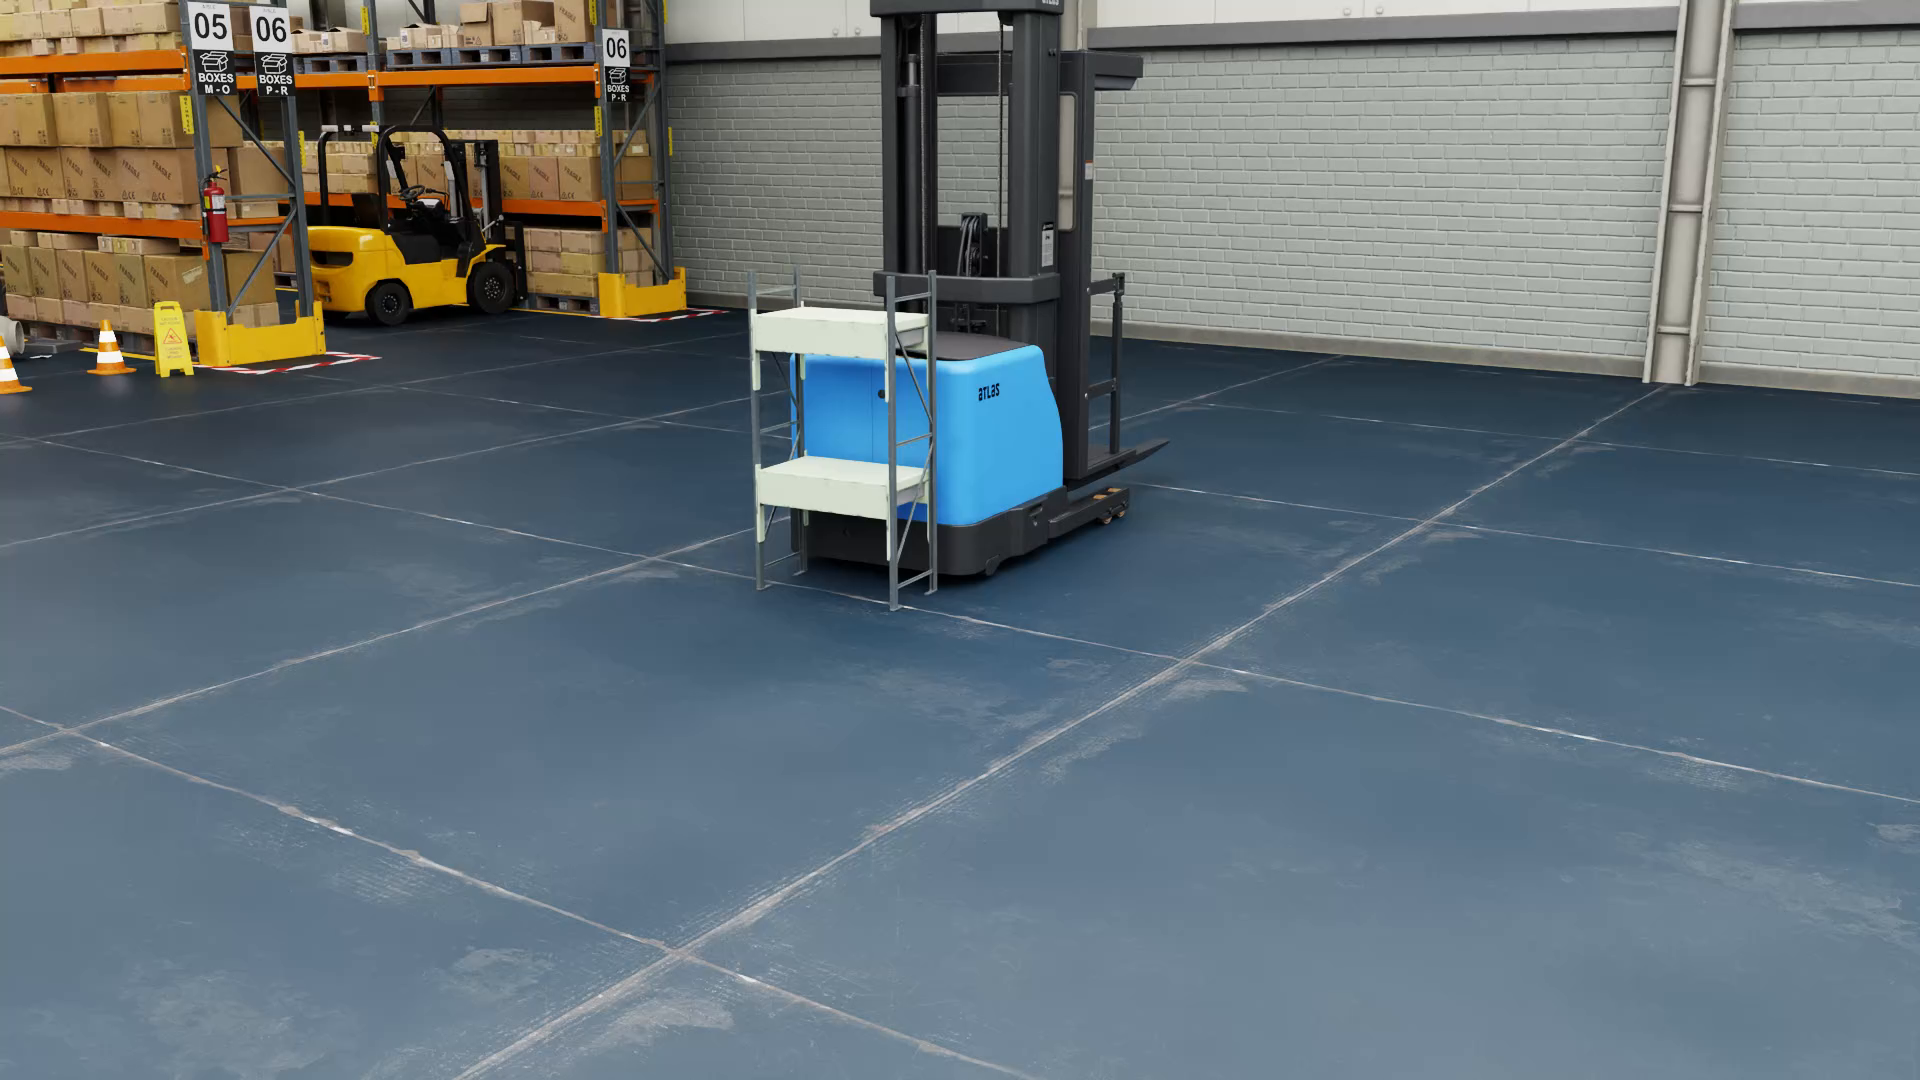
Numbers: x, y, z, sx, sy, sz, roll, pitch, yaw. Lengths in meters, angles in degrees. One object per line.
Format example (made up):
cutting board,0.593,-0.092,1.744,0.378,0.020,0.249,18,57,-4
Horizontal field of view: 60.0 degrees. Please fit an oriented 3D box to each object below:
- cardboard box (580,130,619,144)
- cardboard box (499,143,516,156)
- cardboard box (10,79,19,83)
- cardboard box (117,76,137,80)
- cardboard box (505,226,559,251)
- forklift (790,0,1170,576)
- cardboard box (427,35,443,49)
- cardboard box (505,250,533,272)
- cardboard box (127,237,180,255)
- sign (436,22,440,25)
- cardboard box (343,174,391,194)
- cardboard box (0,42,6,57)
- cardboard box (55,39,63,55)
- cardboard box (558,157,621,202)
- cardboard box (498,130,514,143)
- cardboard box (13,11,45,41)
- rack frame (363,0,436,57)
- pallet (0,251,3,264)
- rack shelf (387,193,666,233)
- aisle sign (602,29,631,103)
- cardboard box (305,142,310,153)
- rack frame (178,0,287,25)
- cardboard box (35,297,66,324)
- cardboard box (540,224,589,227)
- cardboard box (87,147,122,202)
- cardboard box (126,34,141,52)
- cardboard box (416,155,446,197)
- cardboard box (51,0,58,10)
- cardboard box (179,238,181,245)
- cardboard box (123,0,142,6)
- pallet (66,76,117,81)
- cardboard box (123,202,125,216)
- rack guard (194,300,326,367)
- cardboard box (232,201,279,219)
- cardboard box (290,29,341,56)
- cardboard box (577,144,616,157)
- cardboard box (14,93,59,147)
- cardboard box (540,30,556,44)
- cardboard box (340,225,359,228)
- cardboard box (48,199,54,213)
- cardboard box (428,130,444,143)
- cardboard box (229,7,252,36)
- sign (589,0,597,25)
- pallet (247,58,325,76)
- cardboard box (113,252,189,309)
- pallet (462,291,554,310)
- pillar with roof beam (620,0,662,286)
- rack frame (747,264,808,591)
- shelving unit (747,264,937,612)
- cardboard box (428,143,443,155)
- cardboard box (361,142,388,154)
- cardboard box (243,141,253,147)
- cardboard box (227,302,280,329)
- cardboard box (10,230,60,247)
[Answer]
cardboard box,-4.178,-4.668,19.261,0.250,0.149,0.380,9,17,33
cardboard box,-5.285,-4.675,19.910,0.250,0.149,0.380,9,17,33
cardboard box,-14.385,-7.120,25.625,0.250,0.149,0.380,9,17,33
cardboard box,-11.795,-6.765,23.979,0.500,0.250,0.500,9,17,33
cardboard box,-5.170,-3.641,20.058,0.500,0.250,0.500,9,17,34
forklift,0.301,-1.556,9.009,1.130,2.935,3.031,7,16,28
cardboard box,-6.241,-6.053,20.233,0.250,0.149,0.380,10,17,34
cardboard box,-5.191,-3.403,20.137,0.500,0.250,0.500,9,16,32
cardboard box,-7.682,-2.803,15.843,0.250,0.149,0.380,10,17,34
sign,-6.773,-6.547,21.545,0.005,0.325,0.100,9,17,33
cardboard box,-7.646,-4.633,21.610,0.500,0.250,0.500,10,17,34
cardboard box,-9.543,-4.897,16.644,0.250,0.149,0.380,9,17,33
cardboard box,-8.446,-4.737,15.995,0.250,0.149,0.380,9,17,33
cardboard box,-4.318,-4.216,19.406,0.500,0.500,0.500,9,16,32
cardboard box,-5.293,-4.819,19.872,0.250,0.149,0.380,10,17,34
cardboard box,-8.795,-4.977,16.139,0.500,0.250,0.500,9,17,33
rack frame,-7.082,-7.603,20.809,0.127,3.000,1.000,9,17,33
pallet,-15.306,-4.666,27.232,1.213,0.211,1.003,9,17,33
rack shelf,-5.422,-4.073,20.533,4.000,0.370,1.077,9,17,33
aisle sign,-3.872,-5.349,18.778,0.004,0.787,0.394,9,17,33
cardboard box,-8.566,-5.221,22.114,0.250,0.149,0.380,9,17,33
rack frame,-6.530,-6.076,14.642,0.127,3.000,1.000,9,17,33
cardboard box,-9.061,-2.367,16.992,0.500,0.250,0.500,10,17,36
cardboard box,-4.882,-3.746,20.483,0.500,0.250,0.500,9,17,32
cardboard box,-7.960,-3.511,15.936,0.500,0.500,0.500,9,17,33
cardboard box,-7.408,-4.560,15.280,0.250,0.149,0.380,10,17,34
cardboard box,-6.418,-4.561,20.798,0.500,0.500,0.500,10,17,34
cardboard box,-8.434,-5.122,15.894,0.250,0.149,0.380,10,17,34
cardboard box,-11.281,-4.301,24.282,0.500,0.500,0.500,9,16,32
cardboard box,-7.390,-4.945,15.176,0.250,0.149,0.380,9,16,32
pallet,-12.356,-6.888,24.556,1.003,0.211,1.213,9,17,33
cardboard box,-7.797,-3.191,15.994,0.250,0.149,0.380,9,17,34
rack guard,-6.593,-1.961,15.704,0.348,0.500,1.175,9,17,33
cardboard box,-6.696,-3.129,15.743,0.250,0.149,0.380,9,17,33
cardboard box,-8.455,-6.507,21.729,0.500,0.311,0.500,9,16,31
cardboard box,-4.207,-4.508,19.235,0.250,0.149,0.380,9,17,34
cardboard box,-8.792,-4.131,16.360,0.500,0.500,0.700,9,16,32
cardboard box,-4.620,-5.791,19.174,0.250,0.149,0.380,9,16,31
cardboard box,-8.161,-3.915,22.465,0.625,0.625,0.875,9,17,32
cardboard box,-8.866,-3.350,16.635,0.250,0.149,0.380,9,17,33
cardboard box,-6.343,-4.992,20.570,0.250,0.149,0.380,10,17,34
cardboard box,-6.798,-4.812,15.471,0.500,0.250,0.500,9,16,32
sign,-4.077,-5.895,18.476,0.005,0.325,0.100,9,17,33
pallet,-8.858,-6.369,22.460,1.213,0.211,1.003,10,17,35
cardboard box,-7.775,-2.522,16.056,0.500,0.500,0.500,10,17,35
pallet,-5.429,-3.059,20.740,1.213,0.211,1.003,9,17,33
pillar with roof beam,-6.240,-6.481,16.277,0.400,9.000,9.100,9,17,33
rack frame,-0.855,-0.530,7.843,0.023,1.500,0.400,7,16,28
shelving unit,-0.534,-0.488,7.673,0.755,1.500,0.431,7,16,28
cardboard box,-6.353,-4.847,20.604,0.250,0.149,0.380,10,17,34
cardboard box,-7.489,-5.056,21.446,0.250,0.149,0.380,10,17,35
cardboard box,-9.627,-5.392,22.803,0.250,0.149,0.380,9,17,33
cardboard box,-7.045,-2.197,16.302,0.500,0.250,0.500,9,17,32
cardboard box,-9.440,-3.087,16.988,0.250,0.149,0.380,9,17,34
